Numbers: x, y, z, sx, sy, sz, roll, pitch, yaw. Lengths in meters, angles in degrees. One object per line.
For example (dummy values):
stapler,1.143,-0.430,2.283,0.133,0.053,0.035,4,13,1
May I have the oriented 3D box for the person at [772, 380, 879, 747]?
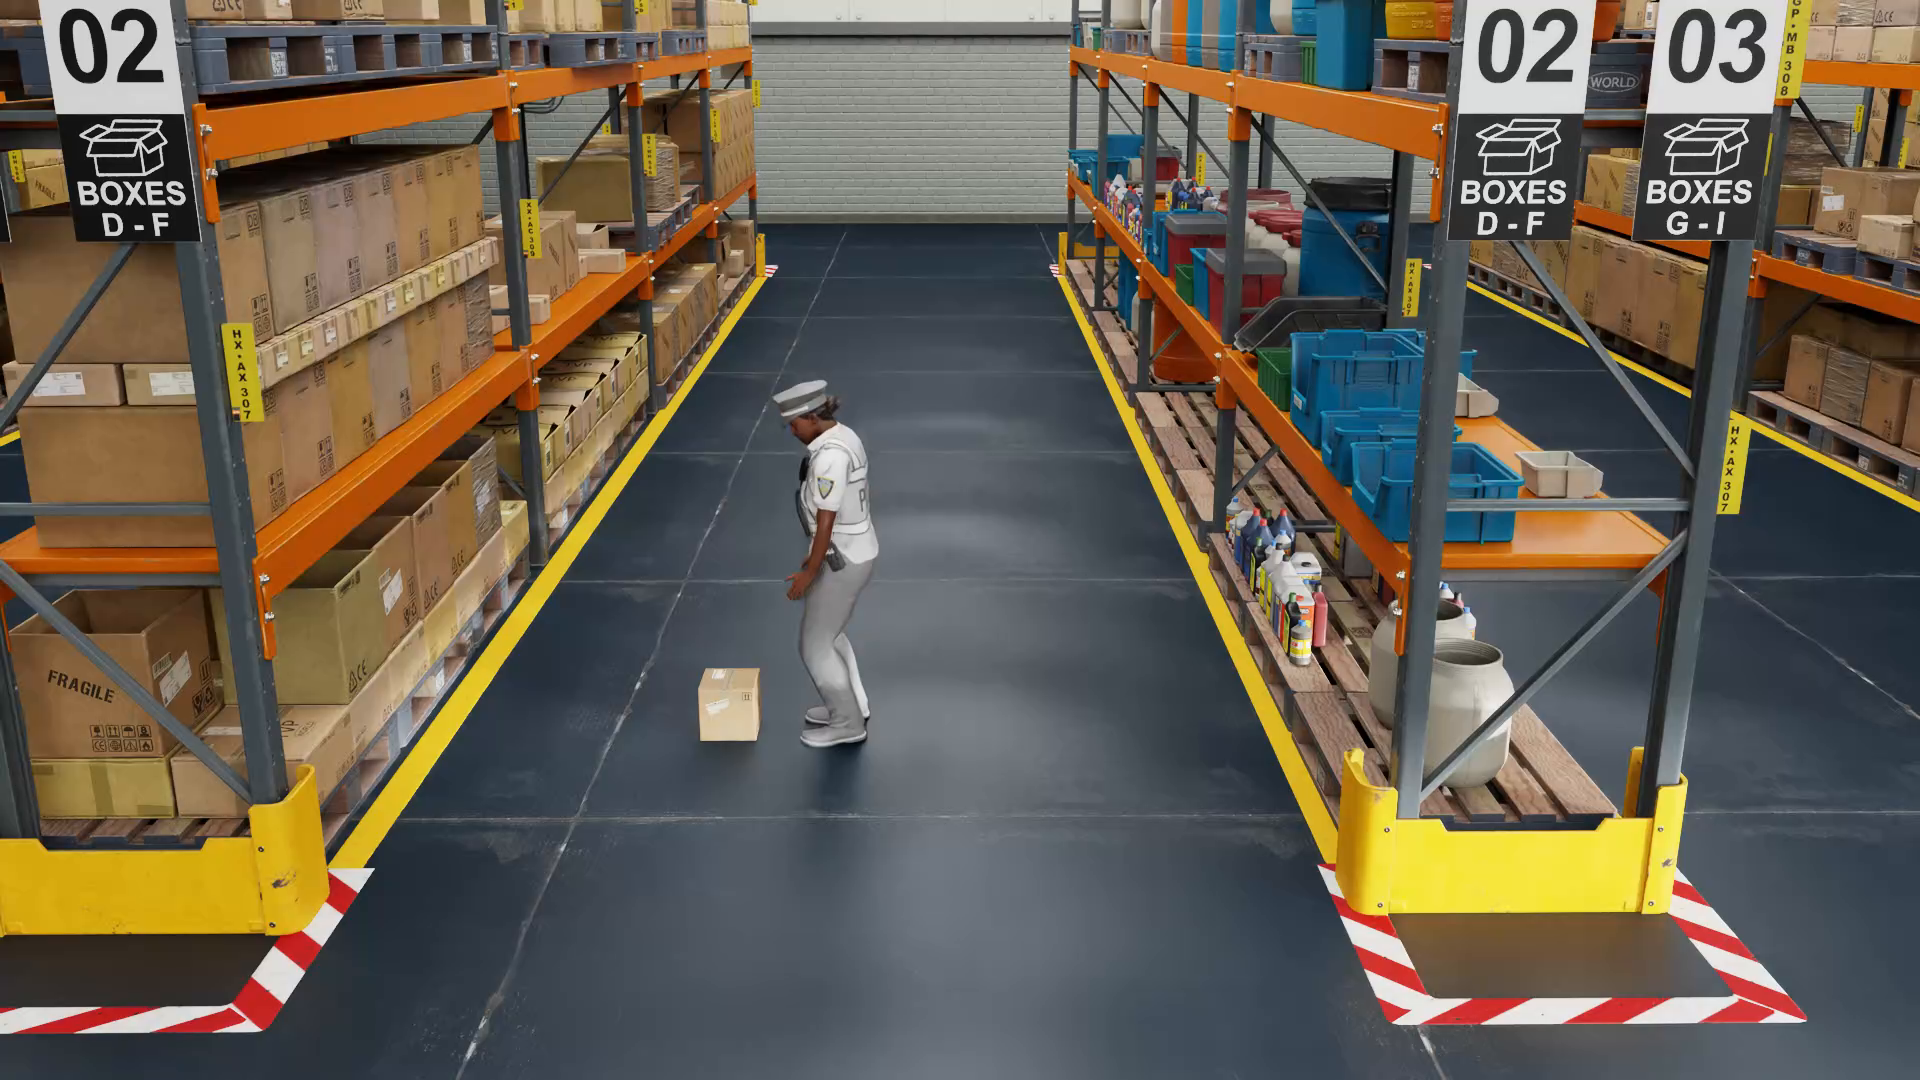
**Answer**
person,-0.578,0.105,7.296,0.442,1.624,0.457,0,17,1
